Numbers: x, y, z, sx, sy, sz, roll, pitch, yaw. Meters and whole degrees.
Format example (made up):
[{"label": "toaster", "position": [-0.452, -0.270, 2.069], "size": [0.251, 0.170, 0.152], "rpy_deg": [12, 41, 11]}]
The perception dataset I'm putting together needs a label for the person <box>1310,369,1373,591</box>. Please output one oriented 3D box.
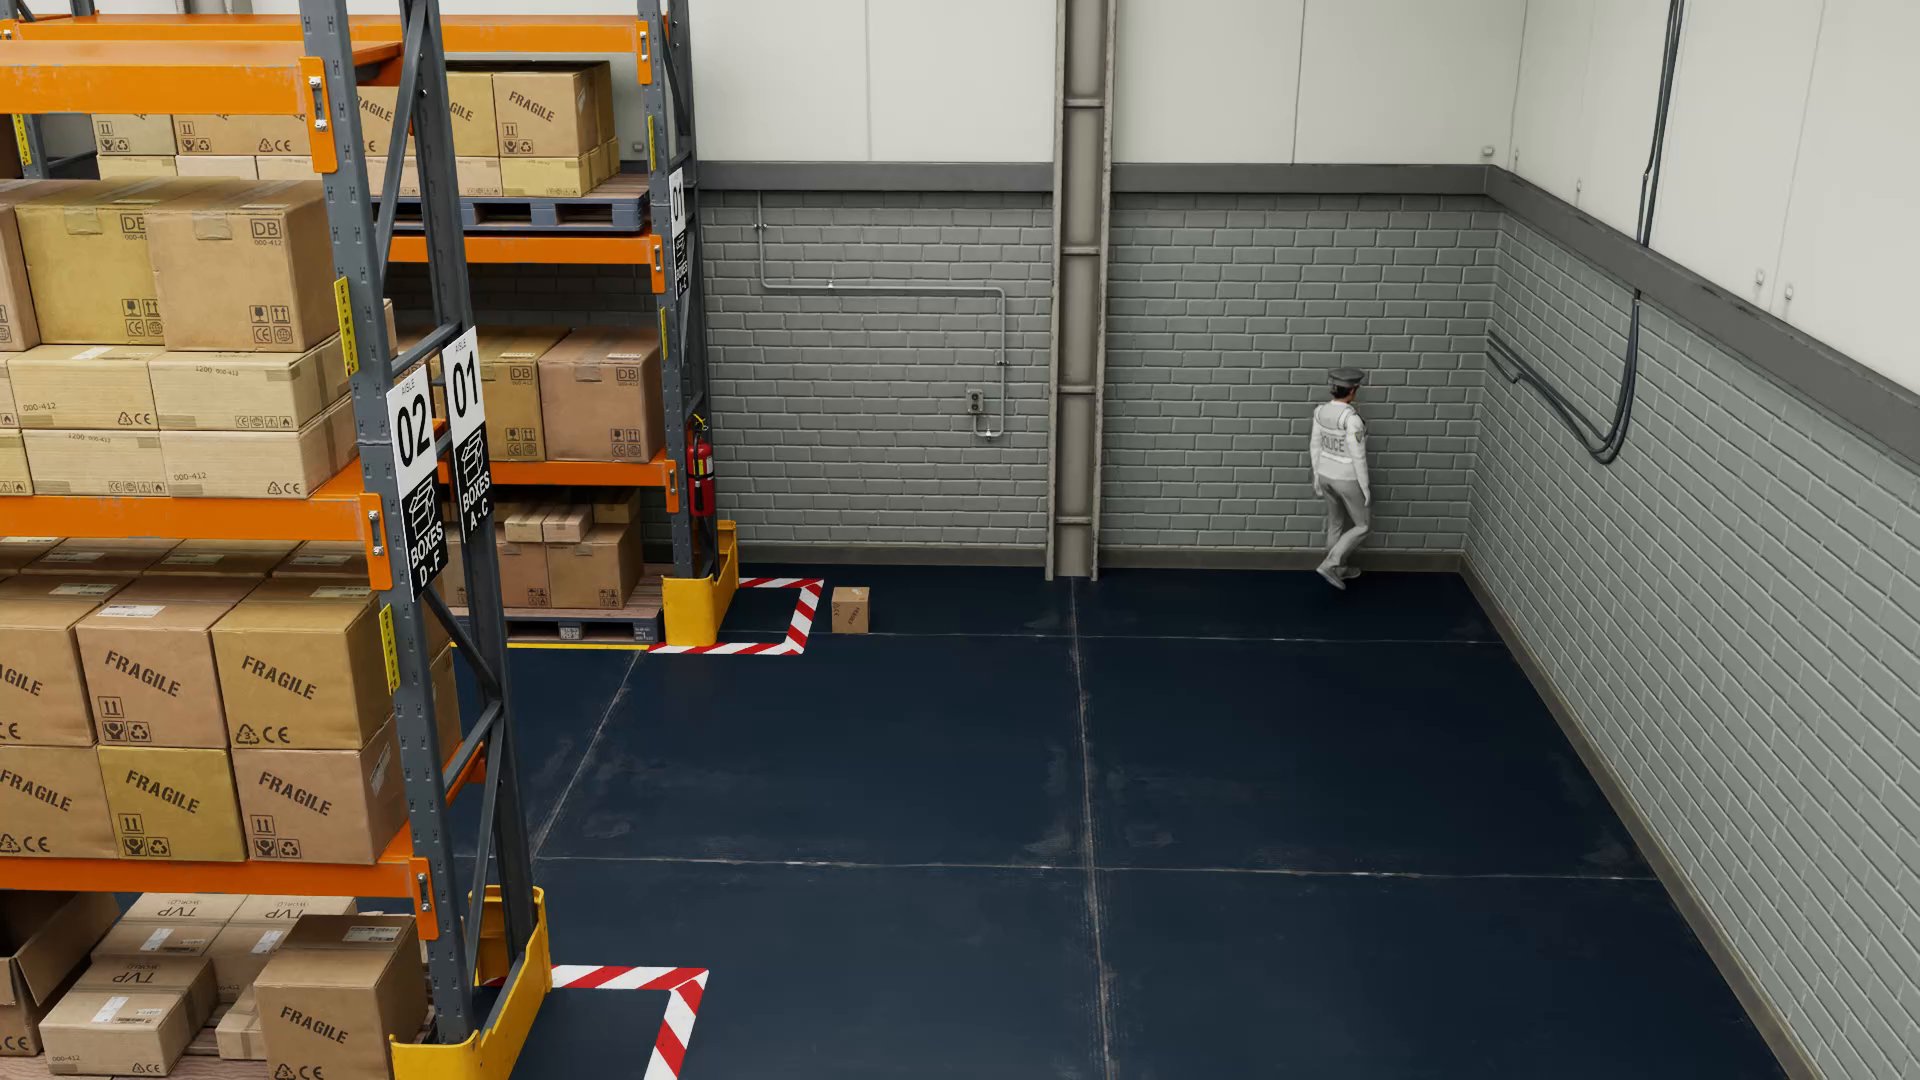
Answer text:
[{"label": "person", "position": [2.811, -0.439, 12.167], "size": [0.621, 1.661, 0.520], "rpy_deg": [-11, 24, -27]}]
